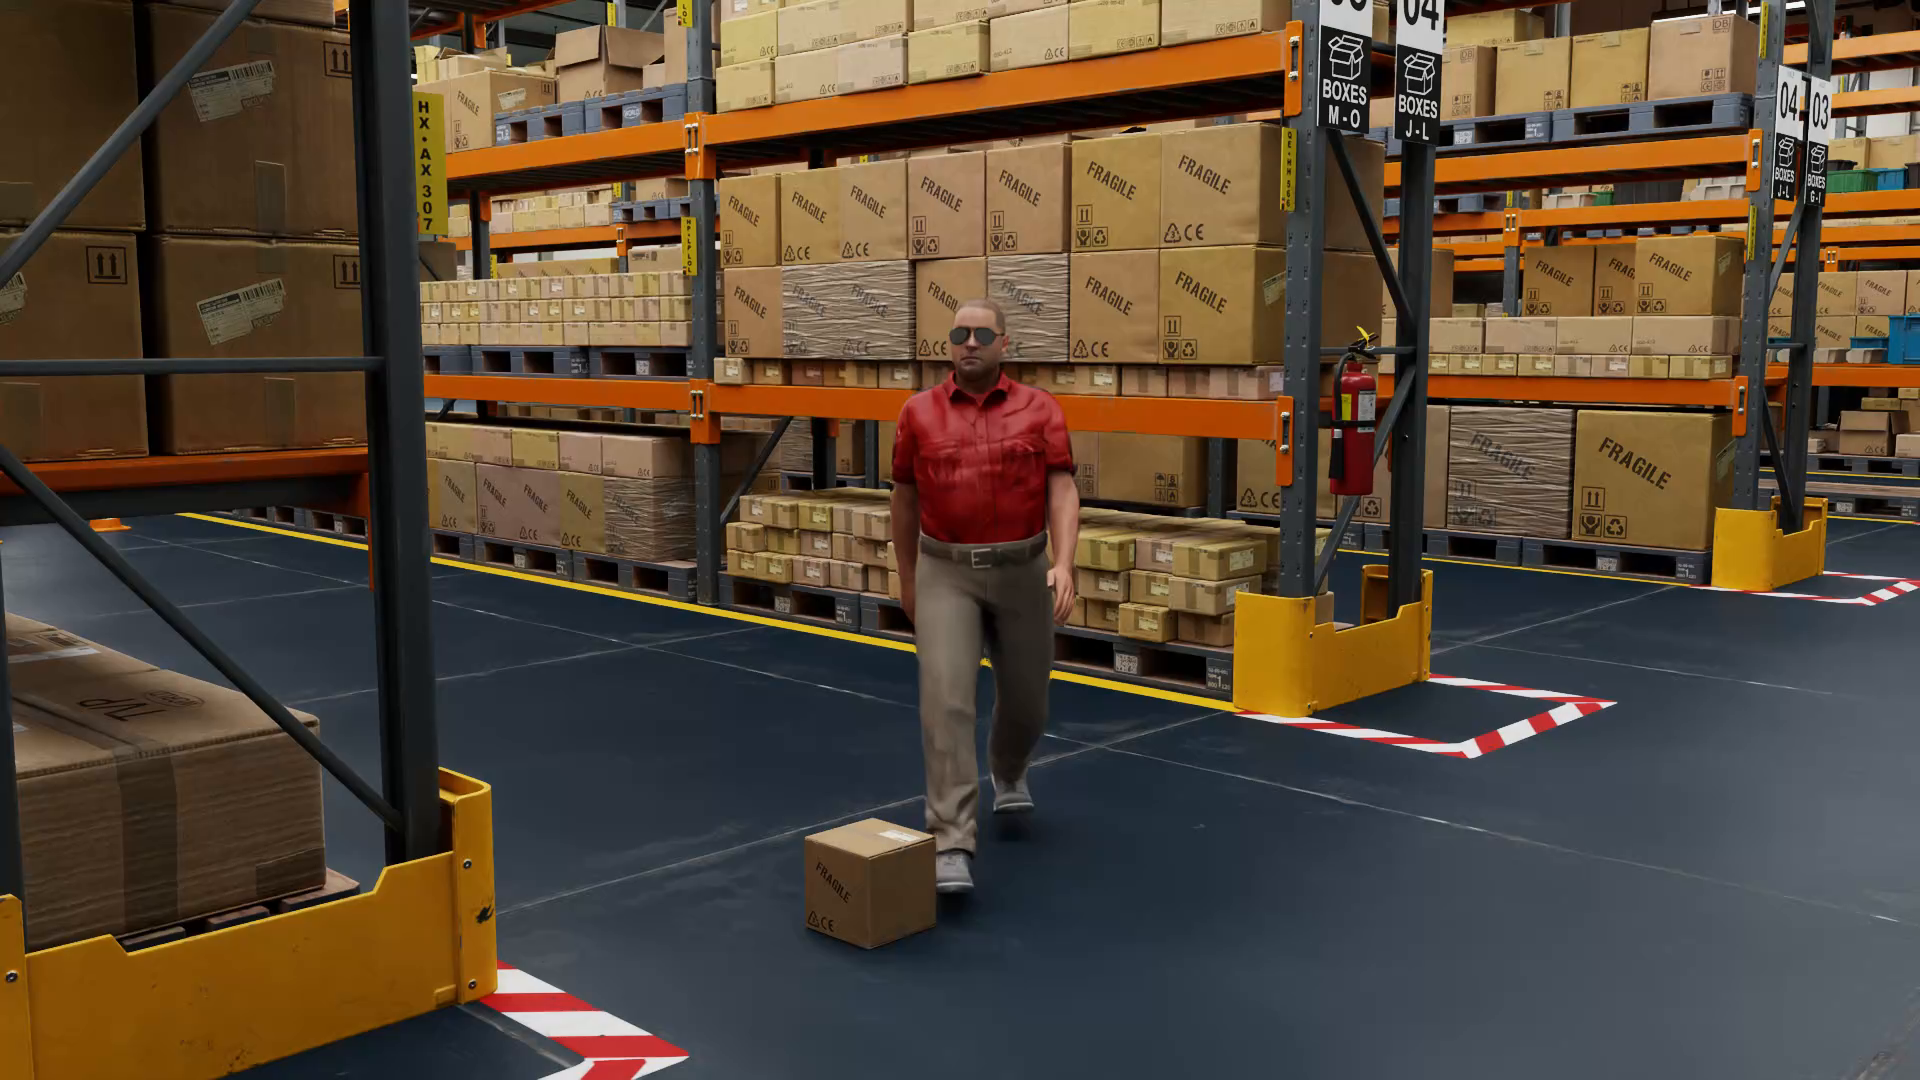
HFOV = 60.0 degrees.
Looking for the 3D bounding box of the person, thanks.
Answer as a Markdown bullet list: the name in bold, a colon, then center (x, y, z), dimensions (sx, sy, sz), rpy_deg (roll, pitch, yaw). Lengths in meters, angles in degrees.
- **person**: center (0.079, 0.130, 4.874), dimensions (0.542, 1.666, 1.056), rpy_deg (-1, 7, -5)
